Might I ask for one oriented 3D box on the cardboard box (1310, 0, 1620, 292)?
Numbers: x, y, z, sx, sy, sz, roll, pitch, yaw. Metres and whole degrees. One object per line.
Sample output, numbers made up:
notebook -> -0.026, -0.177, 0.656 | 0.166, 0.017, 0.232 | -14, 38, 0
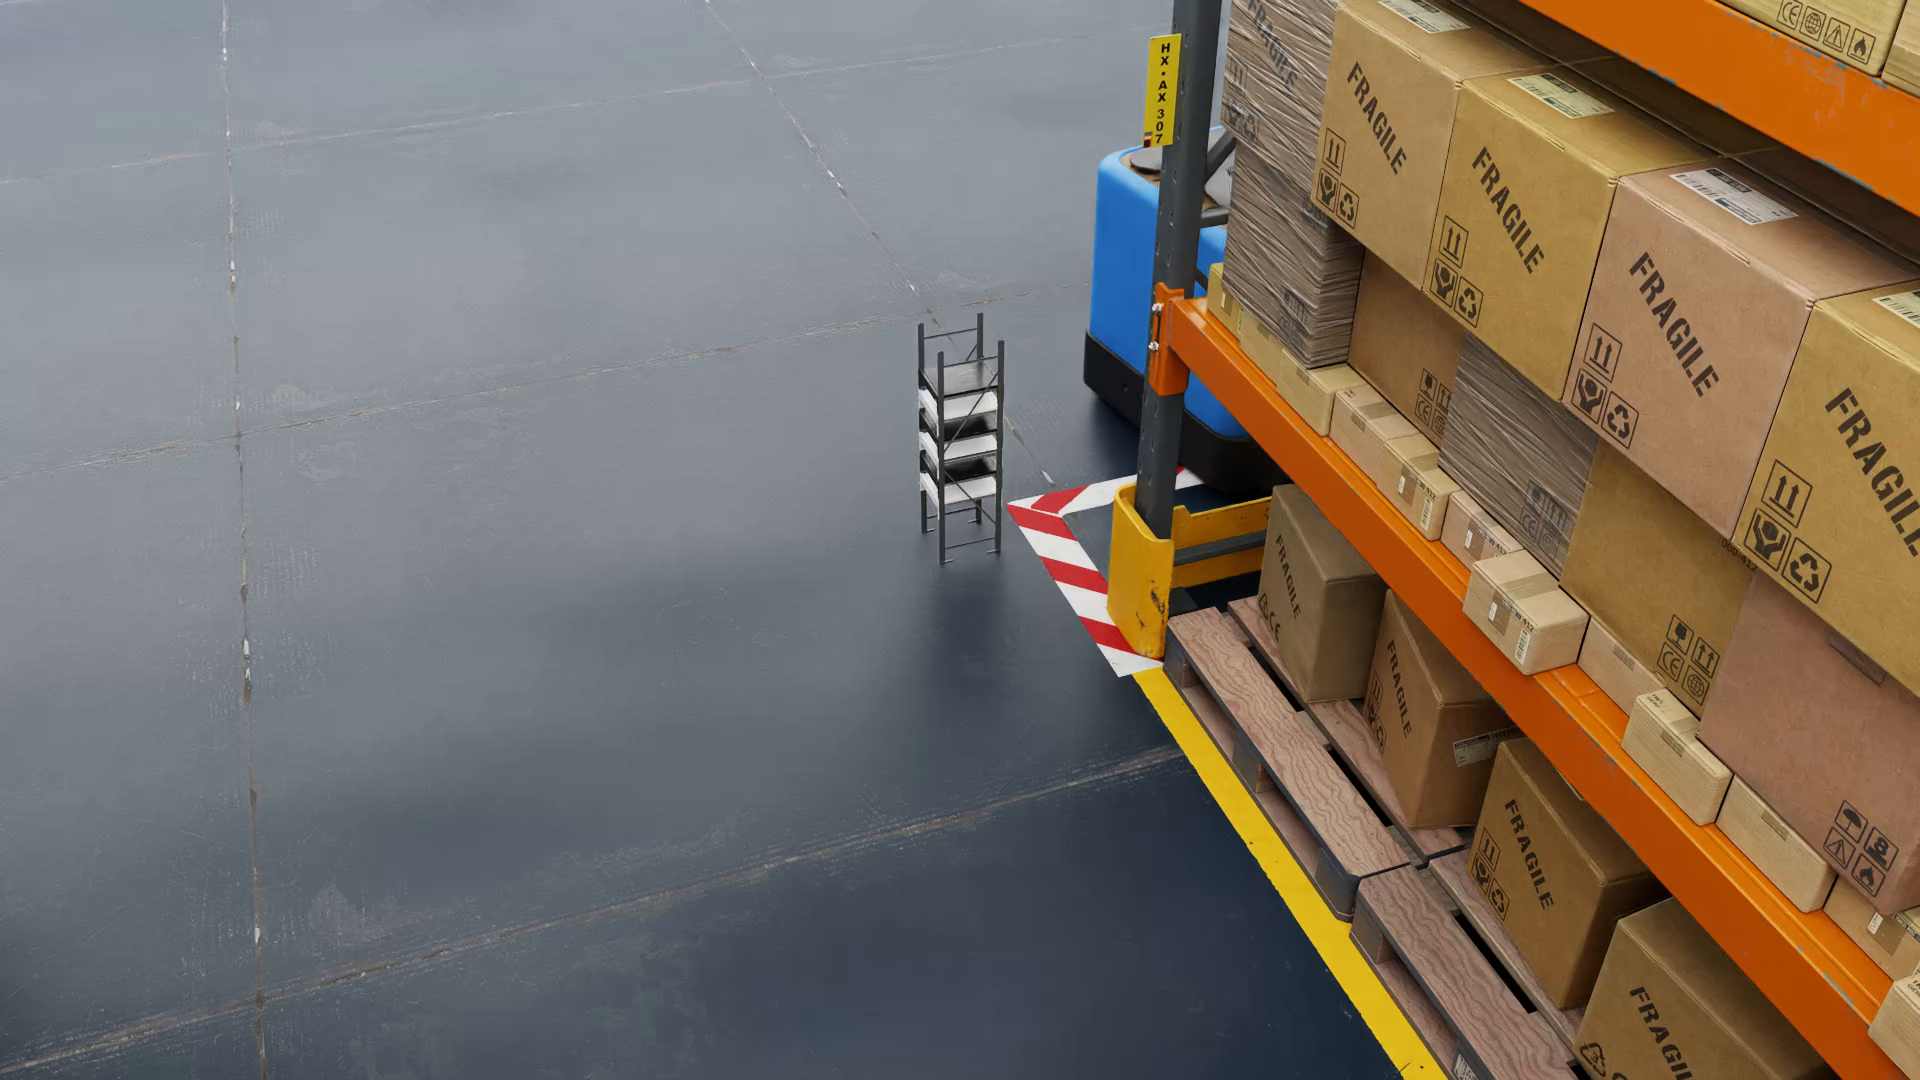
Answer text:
cardboard box -> 1.185, -0.948, 3.854 | 0.500, 0.500, 0.500 | -12, 39, -16

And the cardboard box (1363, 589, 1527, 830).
cardboard box -> 1.523, 0.477, 4.853 | 0.500, 0.500, 0.500 | -3, 37, -4

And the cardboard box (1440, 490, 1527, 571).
cardboard box -> 1.396, -0.025, 3.999 | 0.380, 0.149, 0.250 | -12, 39, -16

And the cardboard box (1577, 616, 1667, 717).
cardboard box -> 1.596, 0.251, 3.632 | 0.380, 0.149, 0.250 | -12, 39, -16

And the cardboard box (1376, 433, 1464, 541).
cardboard box -> 1.285, -0.161, 4.179 | 0.380, 0.149, 0.250 | -12, 39, -16

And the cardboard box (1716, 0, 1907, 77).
cardboard box -> 1.543, -0.990, 2.702 | 0.500, 0.250, 0.500 | -11, 38, -15

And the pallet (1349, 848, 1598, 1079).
pallet -> 1.774, 1.270, 4.388 | 1.003, 0.211, 1.213 | -12, 39, -16

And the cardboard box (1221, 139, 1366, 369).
cardboard box -> 1.249, -0.883, 4.599 | 0.875, 0.500, 0.500 | -12, 39, -16

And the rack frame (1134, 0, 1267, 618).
rack frame -> 1.086, -1.041, 5.139 | 1.000, 3.000, 0.127 | -12, 39, -16

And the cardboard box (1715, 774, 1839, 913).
cardboard box -> 1.729, 0.542, 3.246 | 0.380, 0.149, 0.250 | -12, 39, -16

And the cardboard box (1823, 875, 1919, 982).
cardboard box -> 1.853, 0.675, 3.070 | 0.380, 0.149, 0.250 | -12, 39, -16

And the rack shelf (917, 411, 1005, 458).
rack shelf -> 0.003, -0.400, 5.939 | 0.258, 0.077, 0.200 | -12, 39, -16

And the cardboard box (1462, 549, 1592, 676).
cardboard box -> 1.385, 0.137, 3.783 | 0.380, 0.149, 0.250 | -12, 39, -16

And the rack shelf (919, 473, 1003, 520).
rack shelf -> 0.003, -0.184, 6.102 | 0.258, 0.077, 0.200 | -12, 39, -16

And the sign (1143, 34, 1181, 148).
sign -> 0.576, -1.274, 4.729 | 0.100, 0.325, 0.005 | -12, 39, -16

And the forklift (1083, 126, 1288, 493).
forklift -> 2.056, -1.998, 6.467 | 3.031, 2.935, 1.130 | -19, 41, -24

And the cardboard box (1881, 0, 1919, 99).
cardboard box -> 1.710, -0.707, 2.327 | 0.500, 0.250, 0.500 | -13, 39, -16

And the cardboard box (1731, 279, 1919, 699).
cardboard box -> 1.705, -0.101, 2.730 | 0.500, 0.500, 0.500 | -12, 39, -16

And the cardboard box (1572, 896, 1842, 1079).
cardboard box -> 1.871, 1.159, 3.947 | 0.500, 0.500, 0.500 | -16, 40, -20

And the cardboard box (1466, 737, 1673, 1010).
cardboard box -> 1.720, 0.834, 4.378 | 0.500, 0.500, 0.500 | -9, 38, -12

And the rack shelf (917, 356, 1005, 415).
rack shelf -> 0.003, -0.544, 5.831 | 0.258, 0.077, 0.200 | -12, 39, -16

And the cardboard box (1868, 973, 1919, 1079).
cardboard box -> 1.815, 0.843, 2.846 | 0.380, 0.149, 0.250 | -12, 39, -16

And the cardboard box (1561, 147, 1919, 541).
cardboard box -> 1.536, -0.385, 3.106 | 0.500, 0.500, 0.500 | -12, 39, -16

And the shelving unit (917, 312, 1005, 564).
shelving unit -> 0.003, -0.355, 5.973 | 0.258, 0.900, 0.210 | -12, 39, -16

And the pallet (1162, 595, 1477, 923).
pallet -> 1.358, 0.582, 5.302 | 1.003, 0.211, 1.213 | -12, 39, -16

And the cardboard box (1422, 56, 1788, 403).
cardboard box -> 1.358, -0.666, 3.479 | 0.500, 0.500, 0.500 | -12, 39, -16

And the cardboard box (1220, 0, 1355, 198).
cardboard box -> 1.019, -1.232, 4.231 | 0.500, 0.500, 0.500 | -12, 39, -16

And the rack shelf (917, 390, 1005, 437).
rack shelf -> 0.003, -0.472, 5.885 | 0.258, 0.077, 0.200 | -12, 39, -16

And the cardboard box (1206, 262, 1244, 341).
cardboard box -> 0.960, -0.730, 4.935 | 0.380, 0.149, 0.250 | -12, 39, -16

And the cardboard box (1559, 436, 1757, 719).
cardboard box -> 1.827, -0.049, 3.492 | 0.875, 0.500, 0.500 | -12, 39, -16

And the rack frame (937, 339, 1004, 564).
rack frame -> 0.038, -0.297, 5.897 | 0.240, 0.900, 0.006 | -12, 39, -16

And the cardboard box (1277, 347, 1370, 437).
cardboard box -> 1.100, -0.441, 4.551 | 0.380, 0.149, 0.250 | -12, 39, -16

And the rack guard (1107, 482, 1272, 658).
rack guard -> 1.112, 0.000, 5.834 | 1.175, 0.500, 0.348 | -12, 39, -16

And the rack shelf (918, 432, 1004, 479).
rack shelf -> 0.003, -0.328, 5.993 | 0.258, 0.077, 0.200 | -12, 39, -16

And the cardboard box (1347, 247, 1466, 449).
cardboard box -> 1.534, -0.626, 4.257 | 0.875, 0.500, 0.500 | -12, 39, -16

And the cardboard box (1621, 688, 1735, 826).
cardboard box -> 1.610, 0.408, 3.424 | 0.380, 0.149, 0.250 | -12, 39, -16

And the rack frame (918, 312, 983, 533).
rack frame -> -0.032, -0.412, 6.049 | 0.240, 0.900, 0.006 | -12, 39, -16

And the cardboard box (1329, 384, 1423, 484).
cardboard box -> 1.205, -0.304, 4.369 | 0.380, 0.149, 0.250 | -12, 39, -16

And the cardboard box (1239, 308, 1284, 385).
cardboard box -> 1.028, -0.585, 4.742 | 0.380, 0.149, 0.250 | -12, 39, -16

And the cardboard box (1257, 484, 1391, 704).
cardboard box -> 1.285, 0.146, 5.292 | 0.500, 0.500, 0.500 | -6, 37, -7

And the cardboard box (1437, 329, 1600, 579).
cardboard box -> 1.665, -0.334, 3.870 | 0.875, 0.500, 0.500 | -12, 39, -16

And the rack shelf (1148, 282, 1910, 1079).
rack shelf -> 1.774, 0.376, 3.855 | 1.077, 0.370, 4.000 | -12, 39, -16

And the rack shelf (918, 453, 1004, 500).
rack shelf -> 0.003, -0.256, 6.047 | 0.258, 0.077, 0.200 | -12, 39, -16

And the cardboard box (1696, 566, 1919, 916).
cardboard box -> 1.960, 0.242, 3.106 | 0.875, 0.500, 0.500 | -12, 39, -16
